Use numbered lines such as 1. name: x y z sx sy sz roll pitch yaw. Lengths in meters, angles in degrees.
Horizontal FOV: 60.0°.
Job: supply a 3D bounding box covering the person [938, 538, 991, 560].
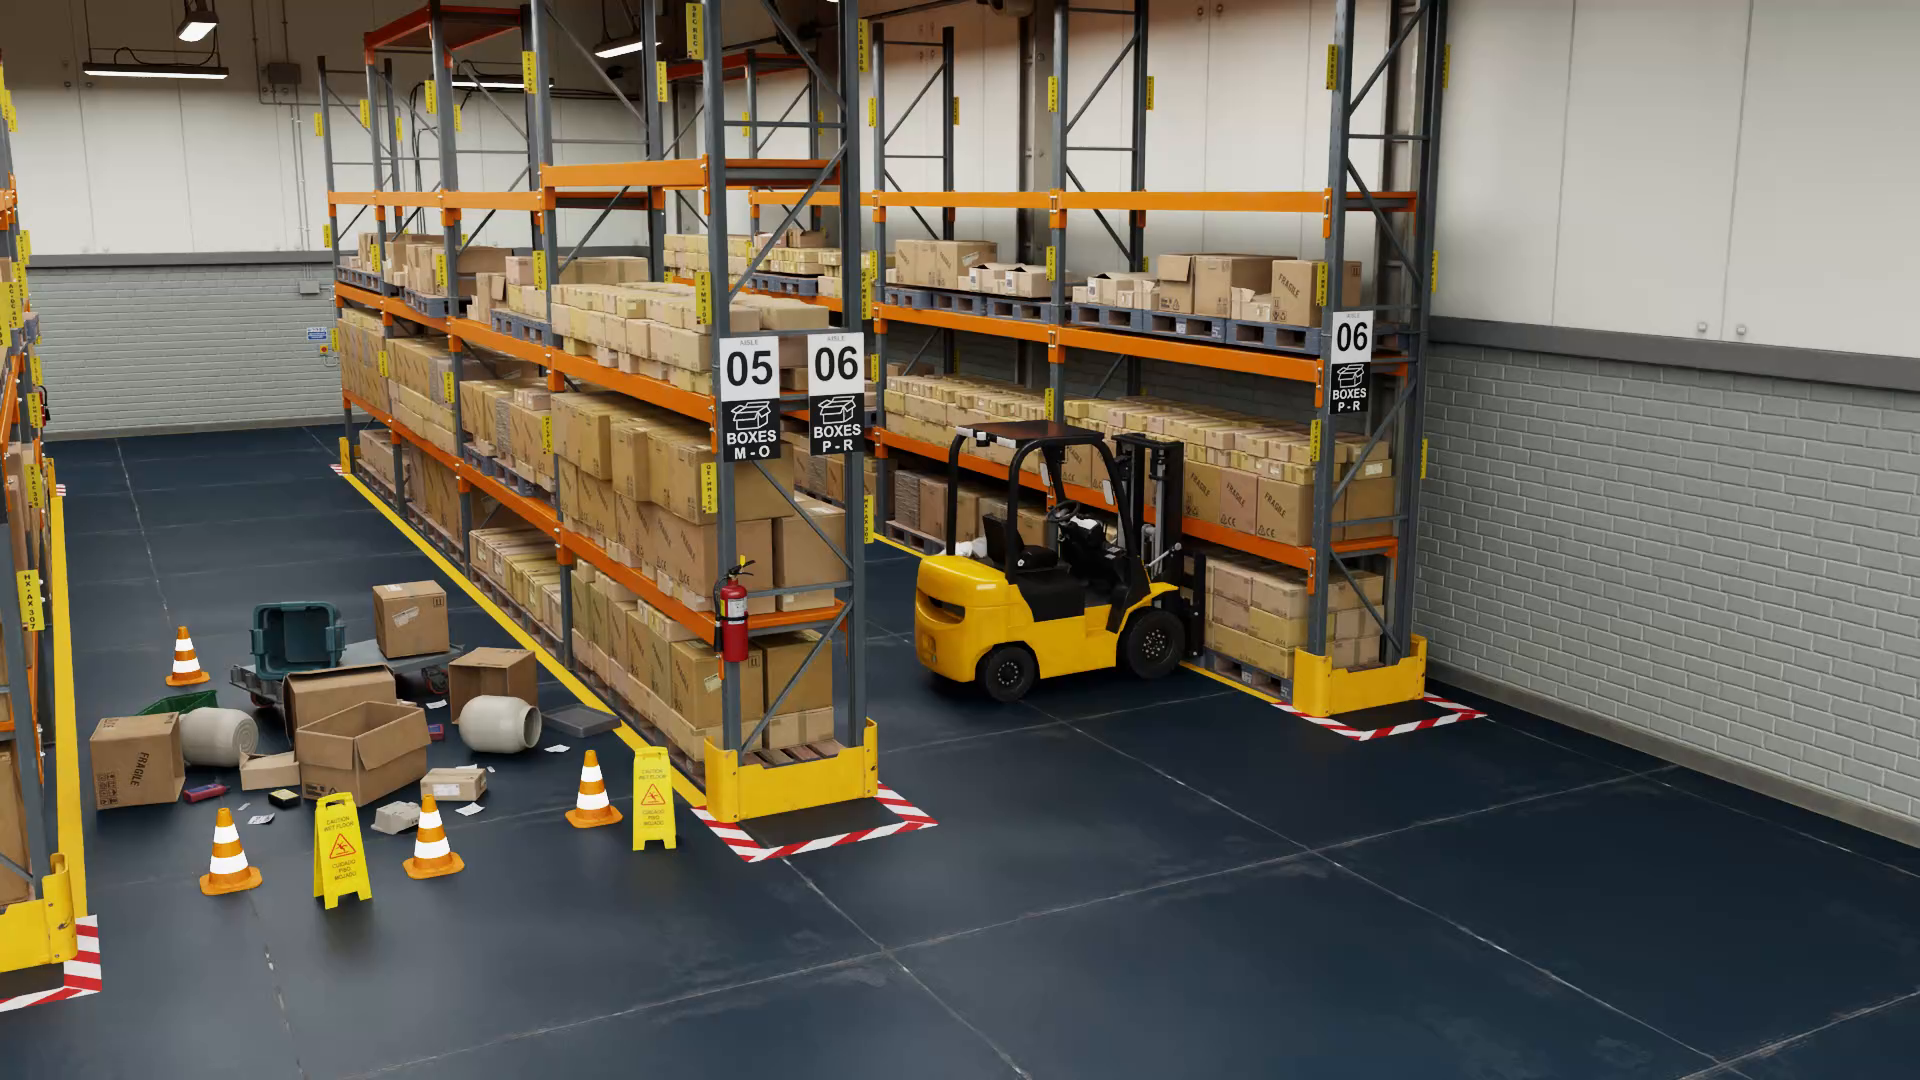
1. person: 0.030 0.375 16.076 0.475 0.888 0.865 -6 13 -28
